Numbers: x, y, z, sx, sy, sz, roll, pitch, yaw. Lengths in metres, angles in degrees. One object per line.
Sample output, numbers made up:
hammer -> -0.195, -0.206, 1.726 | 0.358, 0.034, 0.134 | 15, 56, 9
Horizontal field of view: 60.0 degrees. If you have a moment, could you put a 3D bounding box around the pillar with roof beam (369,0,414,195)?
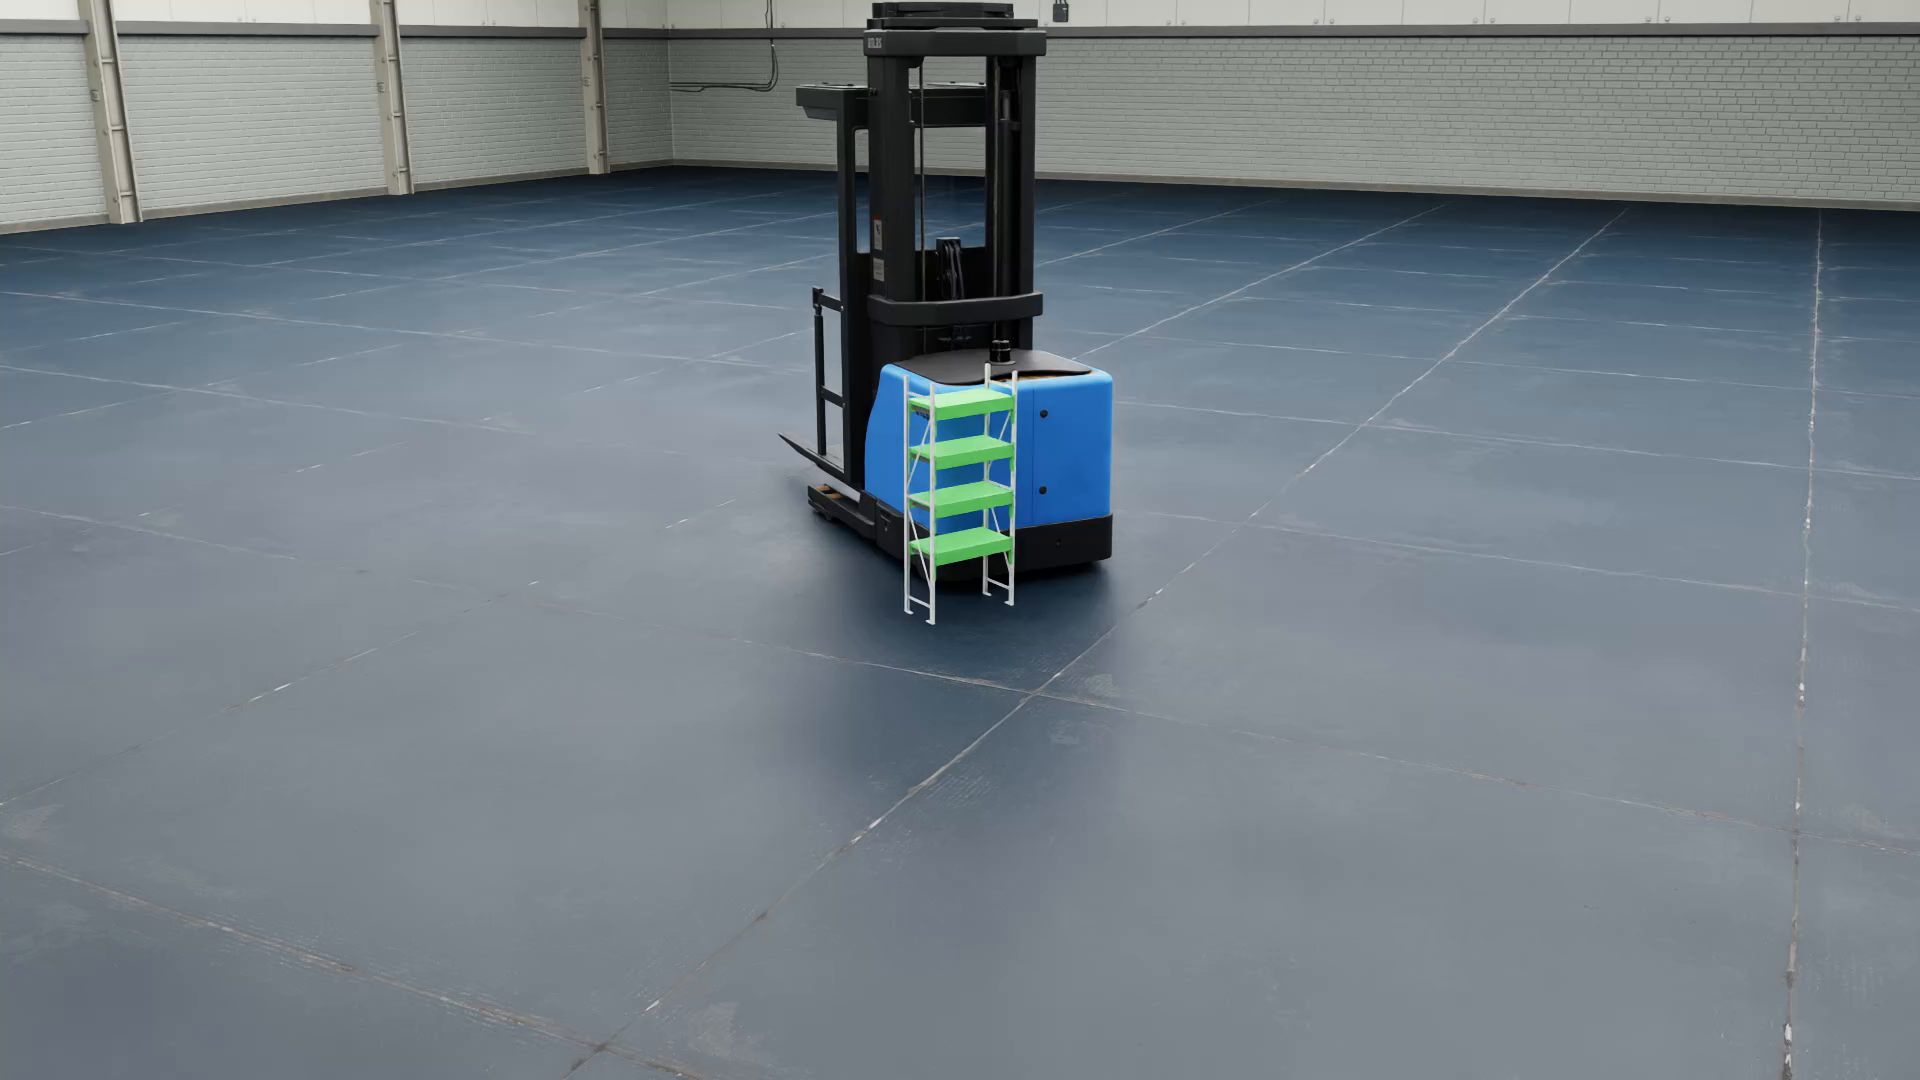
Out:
pillar with roof beam -> -6.850, -10.391, 28.704 | 9.100, 9.000, 0.400 | 8, 18, 25

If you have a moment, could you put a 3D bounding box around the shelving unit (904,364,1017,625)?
shelving unit -> 0.001, -0.231, 8.188 | 0.503, 1.200, 0.258 | -12, 21, -34

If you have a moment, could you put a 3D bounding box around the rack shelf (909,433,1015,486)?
rack shelf -> 0.002, -0.399, 8.137 | 0.480, 0.148, 0.258 | -12, 21, -34

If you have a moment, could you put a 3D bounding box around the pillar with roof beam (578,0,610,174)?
pillar with roof beam -> -4.169, -11.919, 33.850 | 9.100, 9.000, 0.400 | 8, 18, 25

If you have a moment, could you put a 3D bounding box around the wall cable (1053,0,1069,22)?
wall cable -> 2.965, -13.468, 33.089 | 2.305, 6.003, 0.169 | 8, 18, 25

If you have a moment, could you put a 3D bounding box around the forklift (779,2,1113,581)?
forklift -> -0.268, -1.566, 9.649 | 1.130, 2.935, 3.031 | -8, 18, -24

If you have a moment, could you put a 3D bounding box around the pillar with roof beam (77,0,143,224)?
pillar with roof beam -> -9.531, -8.863, 23.559 | 9.100, 9.000, 0.400 | 8, 18, 25

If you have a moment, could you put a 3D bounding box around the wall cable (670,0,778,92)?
wall cable -> -5.521, -11.561, 38.096 | 3.097, 2.526, 0.112 | 8, 18, 25

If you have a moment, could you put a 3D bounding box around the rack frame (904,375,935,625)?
rack frame -> -0.196, -0.190, 8.050 | 0.015, 1.200, 0.240 | -12, 21, -34

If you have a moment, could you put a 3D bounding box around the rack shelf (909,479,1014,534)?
rack shelf -> 0.000, -0.169, 8.207 | 0.480, 0.148, 0.258 | -12, 21, -34

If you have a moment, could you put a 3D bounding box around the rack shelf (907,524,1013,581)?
rack shelf -> -0.001, 0.060, 8.277 | 0.480, 0.148, 0.258 | -12, 21, -34

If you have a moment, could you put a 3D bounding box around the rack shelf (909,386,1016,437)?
rack shelf -> 0.003, -0.628, 8.066 | 0.480, 0.148, 0.258 | -12, 21, -34

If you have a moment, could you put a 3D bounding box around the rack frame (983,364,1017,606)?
rack frame -> 0.198, -0.272, 8.326 | 0.015, 1.200, 0.240 | -12, 21, -34
